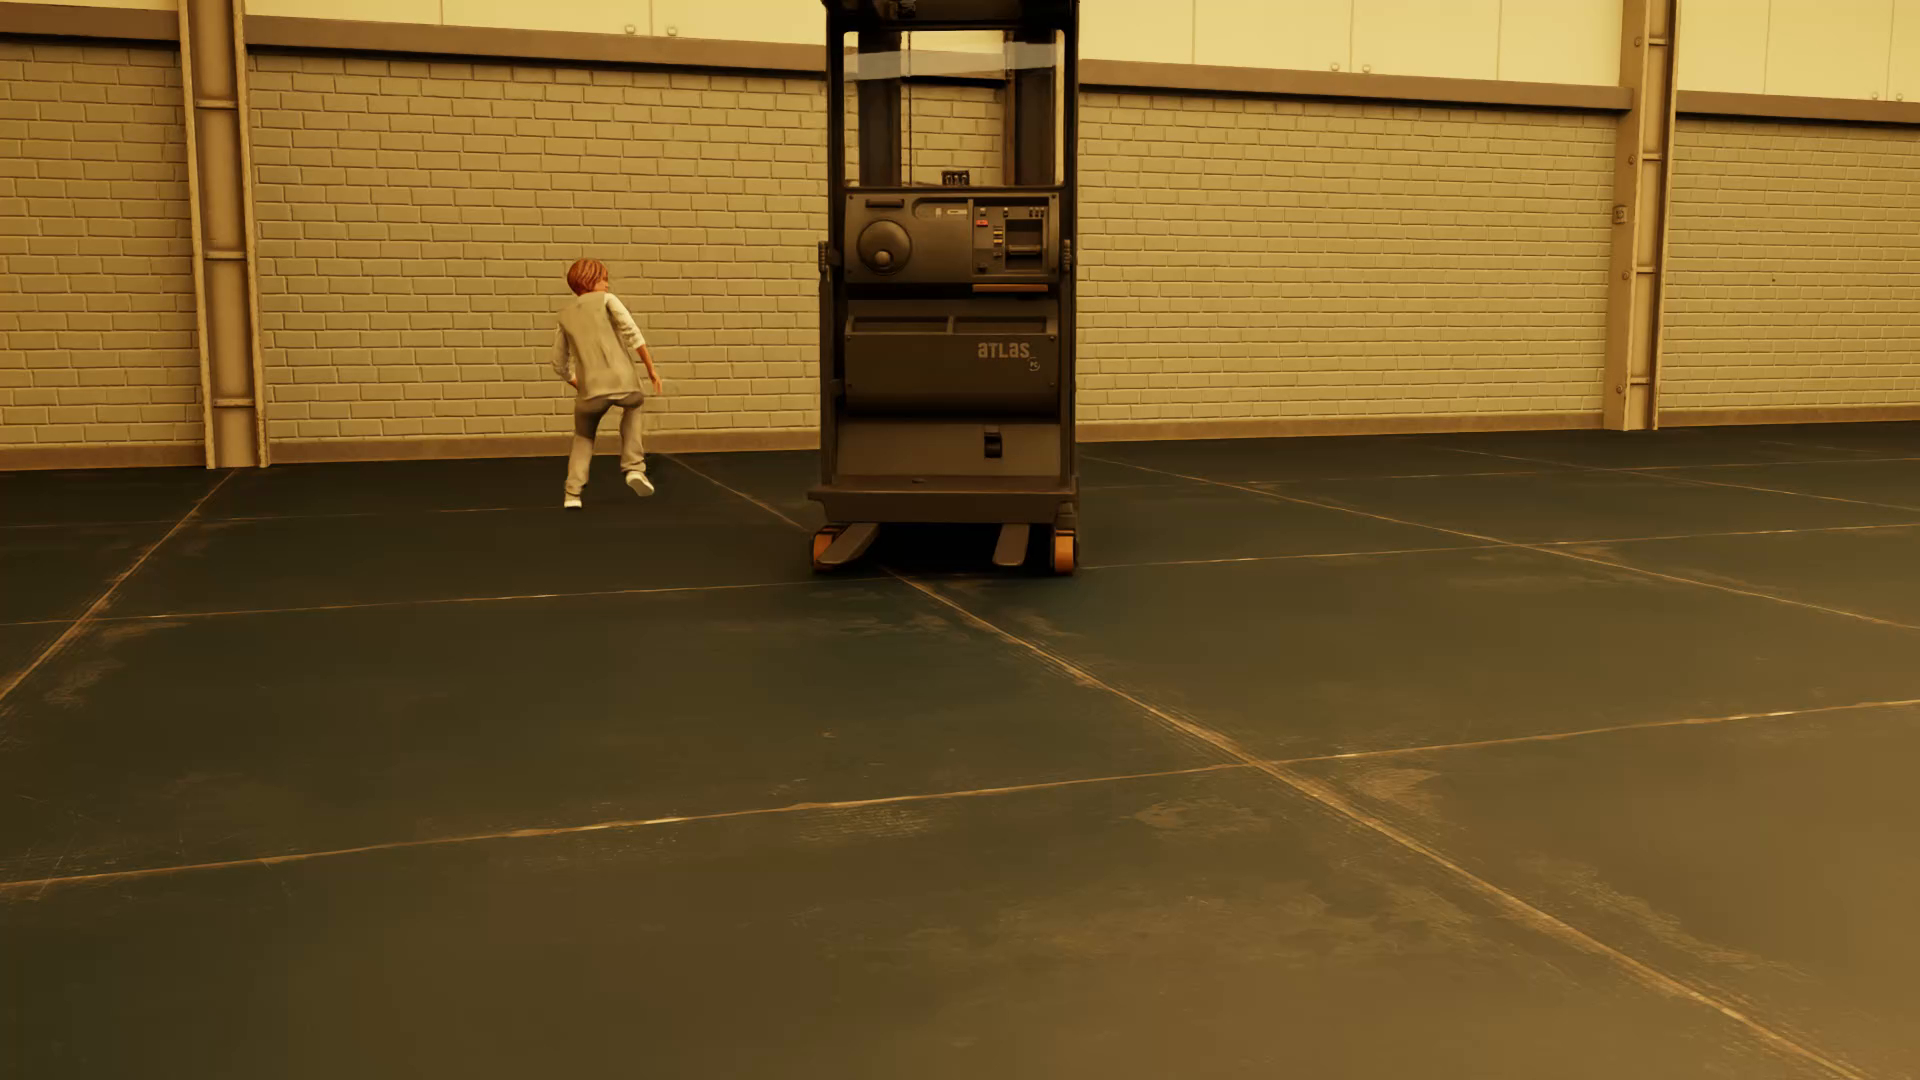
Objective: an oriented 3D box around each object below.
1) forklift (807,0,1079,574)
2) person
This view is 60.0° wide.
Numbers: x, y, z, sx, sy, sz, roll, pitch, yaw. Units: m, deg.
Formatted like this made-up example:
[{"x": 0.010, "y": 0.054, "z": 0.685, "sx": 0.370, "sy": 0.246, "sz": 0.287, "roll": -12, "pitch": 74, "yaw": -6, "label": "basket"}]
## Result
[{"x": -0.047, "y": -1.354, "z": 6.999, "sx": 1.130, "sy": 2.935, "sz": 3.031, "roll": 0, "pitch": 8, "yaw": 4, "label": "forklift"}, {"x": -1.953, "y": -0.865, "z": 9.289, "sx": 0.649, "sy": 1.389, "sz": 0.636, "roll": 0, "pitch": 8, "yaw": -2, "label": "person"}]
